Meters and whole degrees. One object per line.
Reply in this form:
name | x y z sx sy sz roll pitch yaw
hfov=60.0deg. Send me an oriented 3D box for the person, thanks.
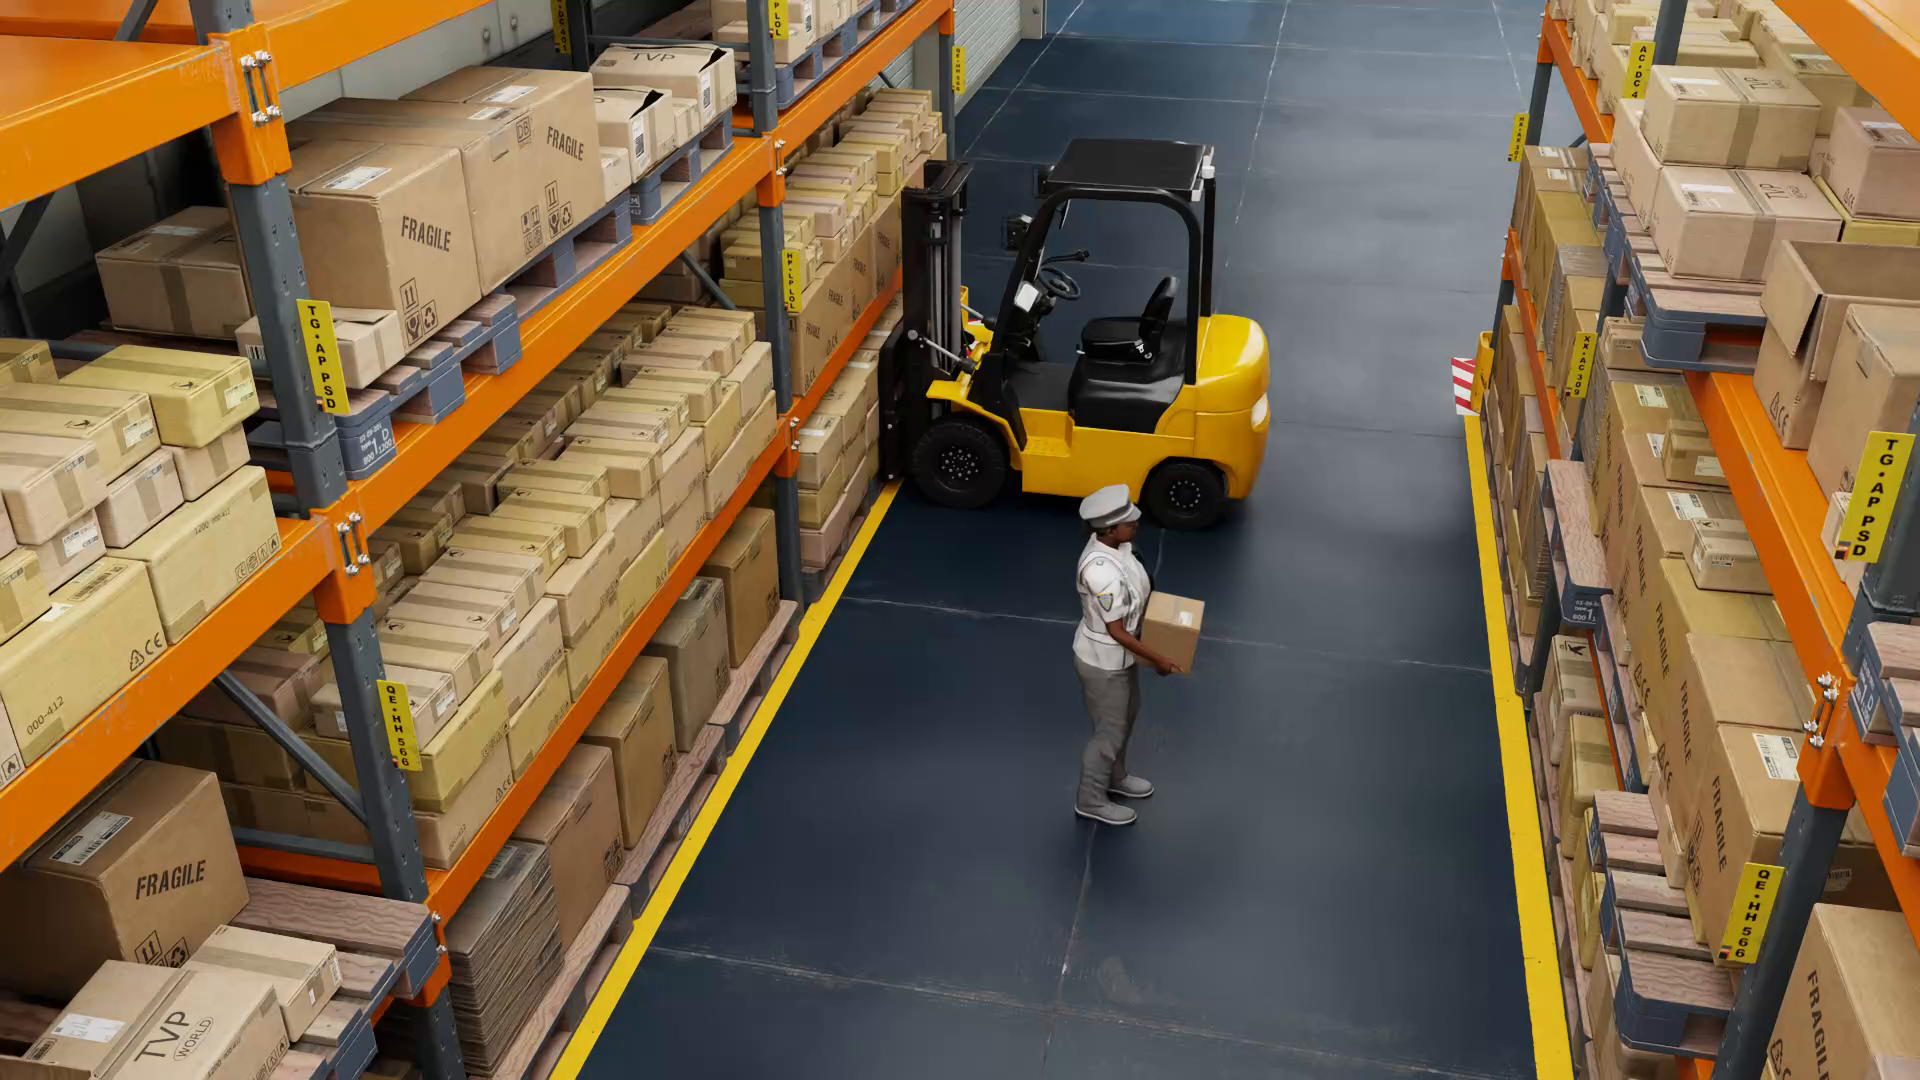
person | 0.773 0.532 7.628 0.510 1.691 0.449 6 30 11
